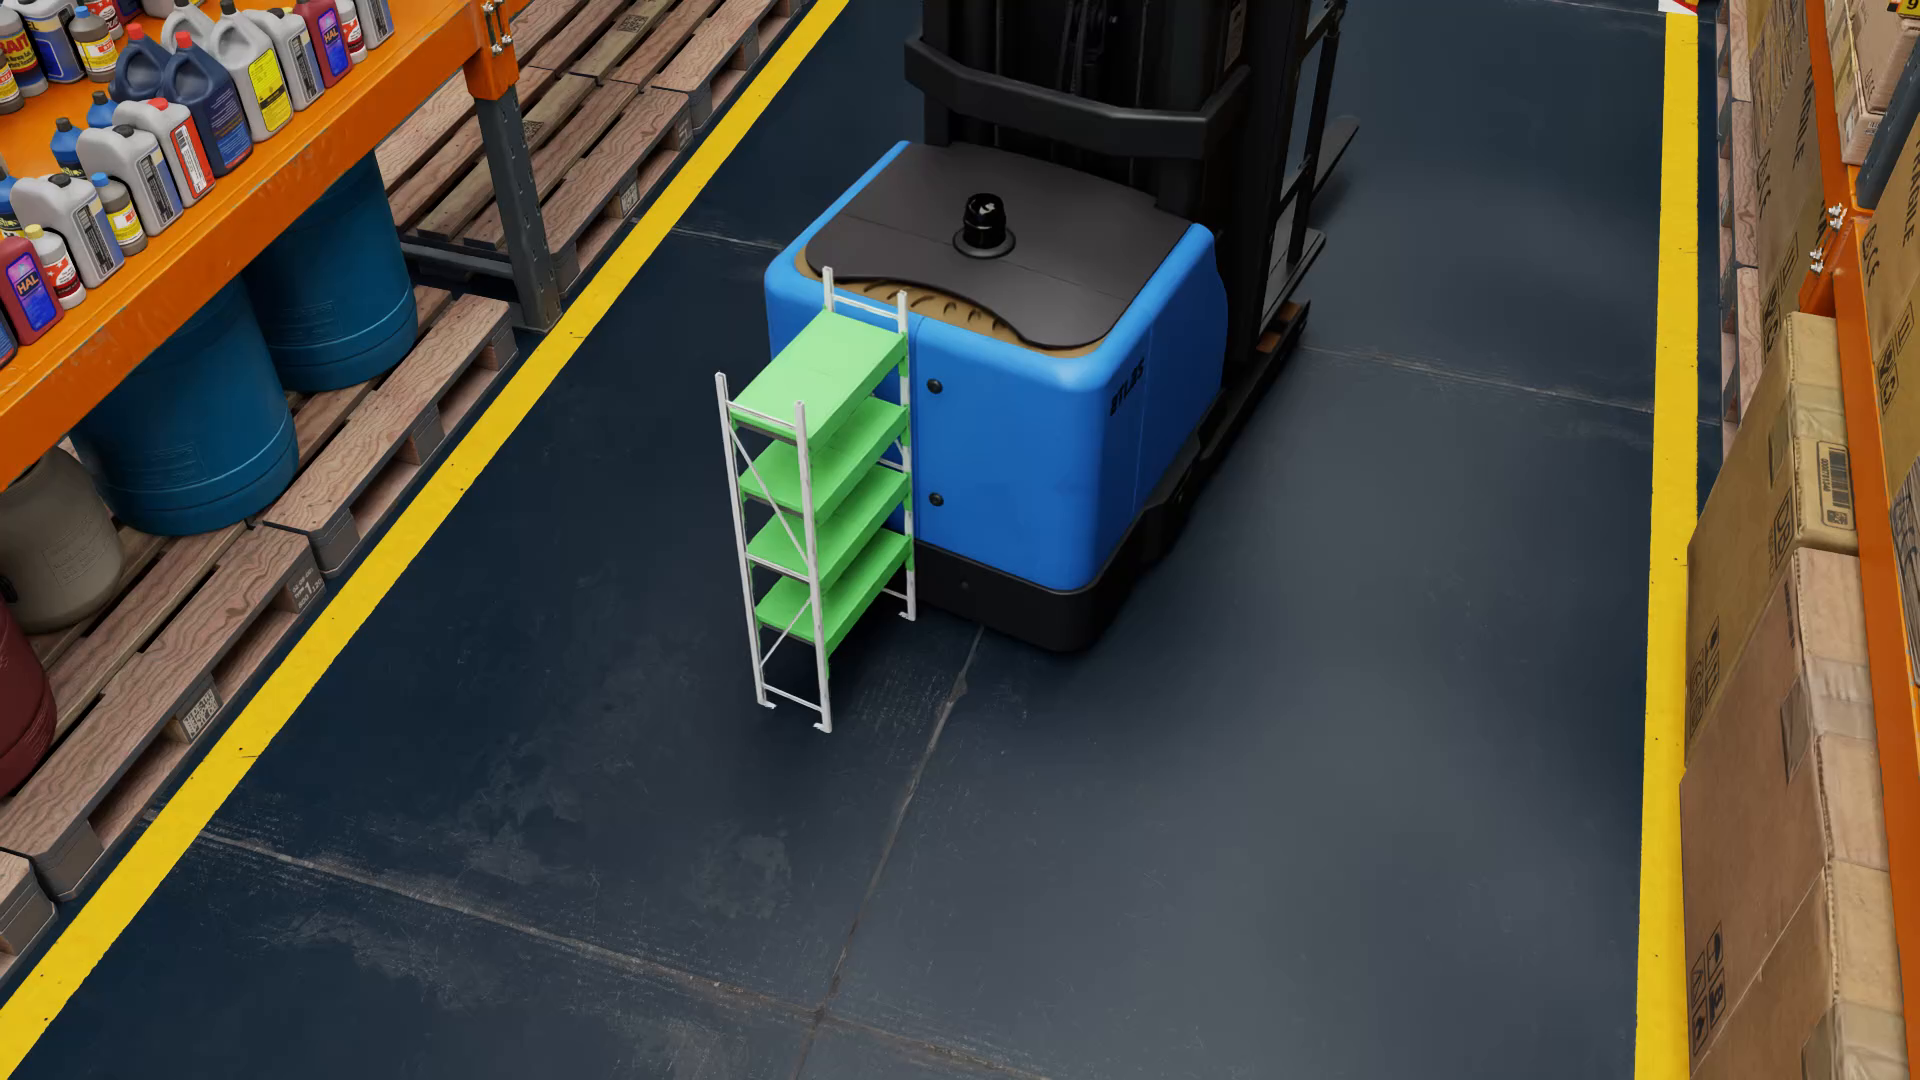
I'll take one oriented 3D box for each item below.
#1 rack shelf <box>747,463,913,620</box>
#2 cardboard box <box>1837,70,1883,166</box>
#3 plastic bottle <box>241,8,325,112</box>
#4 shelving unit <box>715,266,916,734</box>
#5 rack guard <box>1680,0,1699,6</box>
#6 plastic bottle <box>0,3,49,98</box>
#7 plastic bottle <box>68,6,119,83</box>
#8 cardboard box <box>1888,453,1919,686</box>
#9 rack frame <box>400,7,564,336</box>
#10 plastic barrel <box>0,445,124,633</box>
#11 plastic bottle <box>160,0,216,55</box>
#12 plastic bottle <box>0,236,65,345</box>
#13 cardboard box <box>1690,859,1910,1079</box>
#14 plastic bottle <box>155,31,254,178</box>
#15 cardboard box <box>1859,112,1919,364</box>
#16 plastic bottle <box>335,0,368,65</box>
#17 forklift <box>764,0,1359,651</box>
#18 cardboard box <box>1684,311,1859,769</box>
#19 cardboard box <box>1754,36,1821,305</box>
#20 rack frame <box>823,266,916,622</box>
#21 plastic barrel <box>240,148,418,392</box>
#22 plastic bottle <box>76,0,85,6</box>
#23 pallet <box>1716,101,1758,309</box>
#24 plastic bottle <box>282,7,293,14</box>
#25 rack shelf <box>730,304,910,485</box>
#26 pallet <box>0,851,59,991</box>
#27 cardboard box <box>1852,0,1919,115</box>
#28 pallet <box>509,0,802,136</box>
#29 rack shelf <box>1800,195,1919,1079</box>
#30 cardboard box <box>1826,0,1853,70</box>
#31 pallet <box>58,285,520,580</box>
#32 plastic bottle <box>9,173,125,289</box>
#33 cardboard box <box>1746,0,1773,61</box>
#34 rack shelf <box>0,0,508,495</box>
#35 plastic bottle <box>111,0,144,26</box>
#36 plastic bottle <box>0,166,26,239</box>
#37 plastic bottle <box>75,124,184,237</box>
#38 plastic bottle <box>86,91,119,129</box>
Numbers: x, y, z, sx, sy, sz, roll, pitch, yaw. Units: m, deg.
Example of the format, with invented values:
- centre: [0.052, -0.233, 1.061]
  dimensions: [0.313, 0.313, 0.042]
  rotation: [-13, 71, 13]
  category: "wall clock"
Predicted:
- centre: [-0.356, -0.031, 4.515]
  dimensions: [0.258, 0.148, 0.480]
  rotation: [20, 48, 20]
  category: "rack shelf"
- centre: [2.554, -1.091, 4.399]
  dimensions: [0.380, 0.149, 0.250]
  rotation: [13, 46, 13]
  category: "cardboard box"
- centre: [-1.868, -1.338, 4.561]
  dimensions: [0.152, 0.276, 0.135]
  rotation: [13, 46, 13]
  category: "plastic bottle"
- centre: [-0.356, -0.076, 4.470]
  dimensions: [0.258, 1.200, 0.503]
  rotation: [20, 48, 20]
  category: "shelving unit"
- centre: [3.993, -2.697, 7.648]
  dimensions: [1.175, 0.500, 0.348]
  rotation: [13, 46, 13]
  category: "rack guard"
- centre: [-2.622, -1.368, 4.595]
  dimensions: [0.097, 0.271, 0.097]
  rotation: [0, 44, 0]
  category: "plastic bottle"
- centre: [-2.436, -1.400, 4.678]
  dimensions: [0.097, 0.201, 0.097]
  rotation: [0, 44, 0]
  category: "plastic bottle"
- centre: [2.093, -0.021, 3.055]
  dimensions: [0.500, 0.500, 0.500]
  rotation: [12, 46, 12]
  category: "cardboard box"
- centre: [-1.946, -1.957, 5.105]
  dimensions: [1.000, 3.000, 0.127]
  rotation: [13, 46, 13]
  category: "rack frame"
- centre: [-2.598, -0.029, 4.614]
  dimensions: [0.421, 0.512, 0.421]
  rotation: [0, 44, 0]
  category: "plastic barrel"
- centre: [-2.050, -1.288, 4.457]
  dimensions: [0.144, 0.351, 0.185]
  rotation: [13, 46, 13]
  category: "plastic bottle"
- centre: [-2.159, -0.596, 3.798]
  dimensions: [0.061, 0.283, 0.133]
  rotation: [13, 46, 13]
  category: "plastic bottle"
- centre: [2.069, 1.320, 2.976]
  dimensions: [1.225, 0.875, 0.875]
  rotation: [13, 46, 13]
  category: "cardboard box"
- centre: [-1.969, -1.134, 4.299]
  dimensions: [0.144, 0.351, 0.185]
  rotation: [13, 46, 13]
  category: "plastic bottle"
- centre: [2.397, -0.690, 3.739]
  dimensions: [0.500, 0.500, 0.500]
  rotation: [13, 46, 13]
  category: "cardboard box"
- centre: [-1.767, -1.472, 4.751]
  dimensions: [0.097, 0.201, 0.097]
  rotation: [0, 44, 0]
  category: "plastic bottle"
- centre: [0.590, -1.753, 4.946]
  dimensions: [1.130, 2.935, 3.031]
  rotation: [20, 48, 20]
  category: "forklift"
- centre: [2.599, 0.132, 4.189]
  dimensions: [1.225, 0.875, 0.875]
  rotation: [13, 46, 13]
  category: "cardboard box"
- centre: [3.323, -1.321, 5.675]
  dimensions: [0.875, 0.875, 0.875]
  rotation: [13, 46, 13]
  category: "cardboard box"
- centre: [-0.241, -0.227, 4.624]
  dimensions: [0.240, 1.200, 0.015]
  rotation: [20, 48, 20]
  category: "rack frame"
- centre: [-2.127, -0.998, 5.325]
  dimensions: [0.600, 0.901, 0.708]
  rotation: [13, 46, 13]
  category: "plastic barrel"
- centre: [-2.551, -1.522, 4.753]
  dimensions: [0.097, 0.271, 0.097]
  rotation: [0, 44, 0]
  category: "plastic bottle"
- centre: [3.447, -1.217, 6.343]
  dimensions: [1.003, 0.211, 1.213]
  rotation: [13, 46, 12]
  category: "pallet"
- centre: [-1.865, -1.396, 4.674]
  dimensions: [0.097, 0.201, 0.097]
  rotation: [0, 44, 0]
  category: "plastic bottle"
- centre: [-0.356, -0.374, 4.179]
  dimensions: [0.258, 0.148, 0.480]
  rotation: [20, 48, 20]
  category: "rack shelf"
- centre: [-2.959, 1.172, 3.902]
  dimensions: [1.003, 0.211, 1.213]
  rotation: [13, 46, 13]
  category: "pallet"
- centre: [2.658, -1.310, 4.339]
  dimensions: [0.500, 0.250, 0.500]
  rotation: [12, 46, 12]
  category: "cardboard box"
- centre: [-1.393, -2.274, 7.423]
  dimensions: [1.003, 0.211, 1.213]
  rotation: [13, 46, 13]
  category: "pallet"
- centre: [2.168, 0.682, 2.922]
  dimensions: [1.077, 0.370, 4.000]
  rotation: [13, 46, 13]
  category: "rack shelf"
- centre: [2.710, -1.433, 4.750]
  dimensions: [0.380, 0.149, 0.250]
  rotation: [12, 46, 12]
  category: "cardboard box"
- centre: [-2.220, -0.455, 5.564]
  dimensions: [1.003, 0.211, 1.213]
  rotation: [13, 46, 13]
  category: "pallet"
- centre: [-2.132, -0.757, 3.968]
  dimensions: [0.152, 0.276, 0.135]
  rotation: [13, 46, 13]
  category: "plastic bottle"
- centre: [3.868, -2.521, 6.901]
  dimensions: [0.875, 0.875, 0.875]
  rotation: [13, 46, 13]
  category: "cardboard box"
- centre: [-2.552, -0.367, 3.994]
  dimensions: [1.077, 0.370, 4.000]
  rotation: [13, 46, 13]
  category: "rack shelf"
- centre: [-2.504, -1.672, 4.898]
  dimensions: [0.061, 0.283, 0.133]
  rotation: [13, 46, 13]
  category: "plastic bottle"
- centre: [-2.256, -0.770, 3.984]
  dimensions: [0.097, 0.271, 0.097]
  rotation: [0, 44, 0]
  category: "plastic bottle"
- centre: [-2.062, -0.912, 4.126]
  dimensions: [0.152, 0.276, 0.135]
  rotation: [13, 46, 13]
  category: "plastic bottle"
- centre: [-2.145, -1.014, 4.234]
  dimensions: [0.097, 0.271, 0.097]
  rotation: [0, 44, 0]
  category: "plastic bottle"
